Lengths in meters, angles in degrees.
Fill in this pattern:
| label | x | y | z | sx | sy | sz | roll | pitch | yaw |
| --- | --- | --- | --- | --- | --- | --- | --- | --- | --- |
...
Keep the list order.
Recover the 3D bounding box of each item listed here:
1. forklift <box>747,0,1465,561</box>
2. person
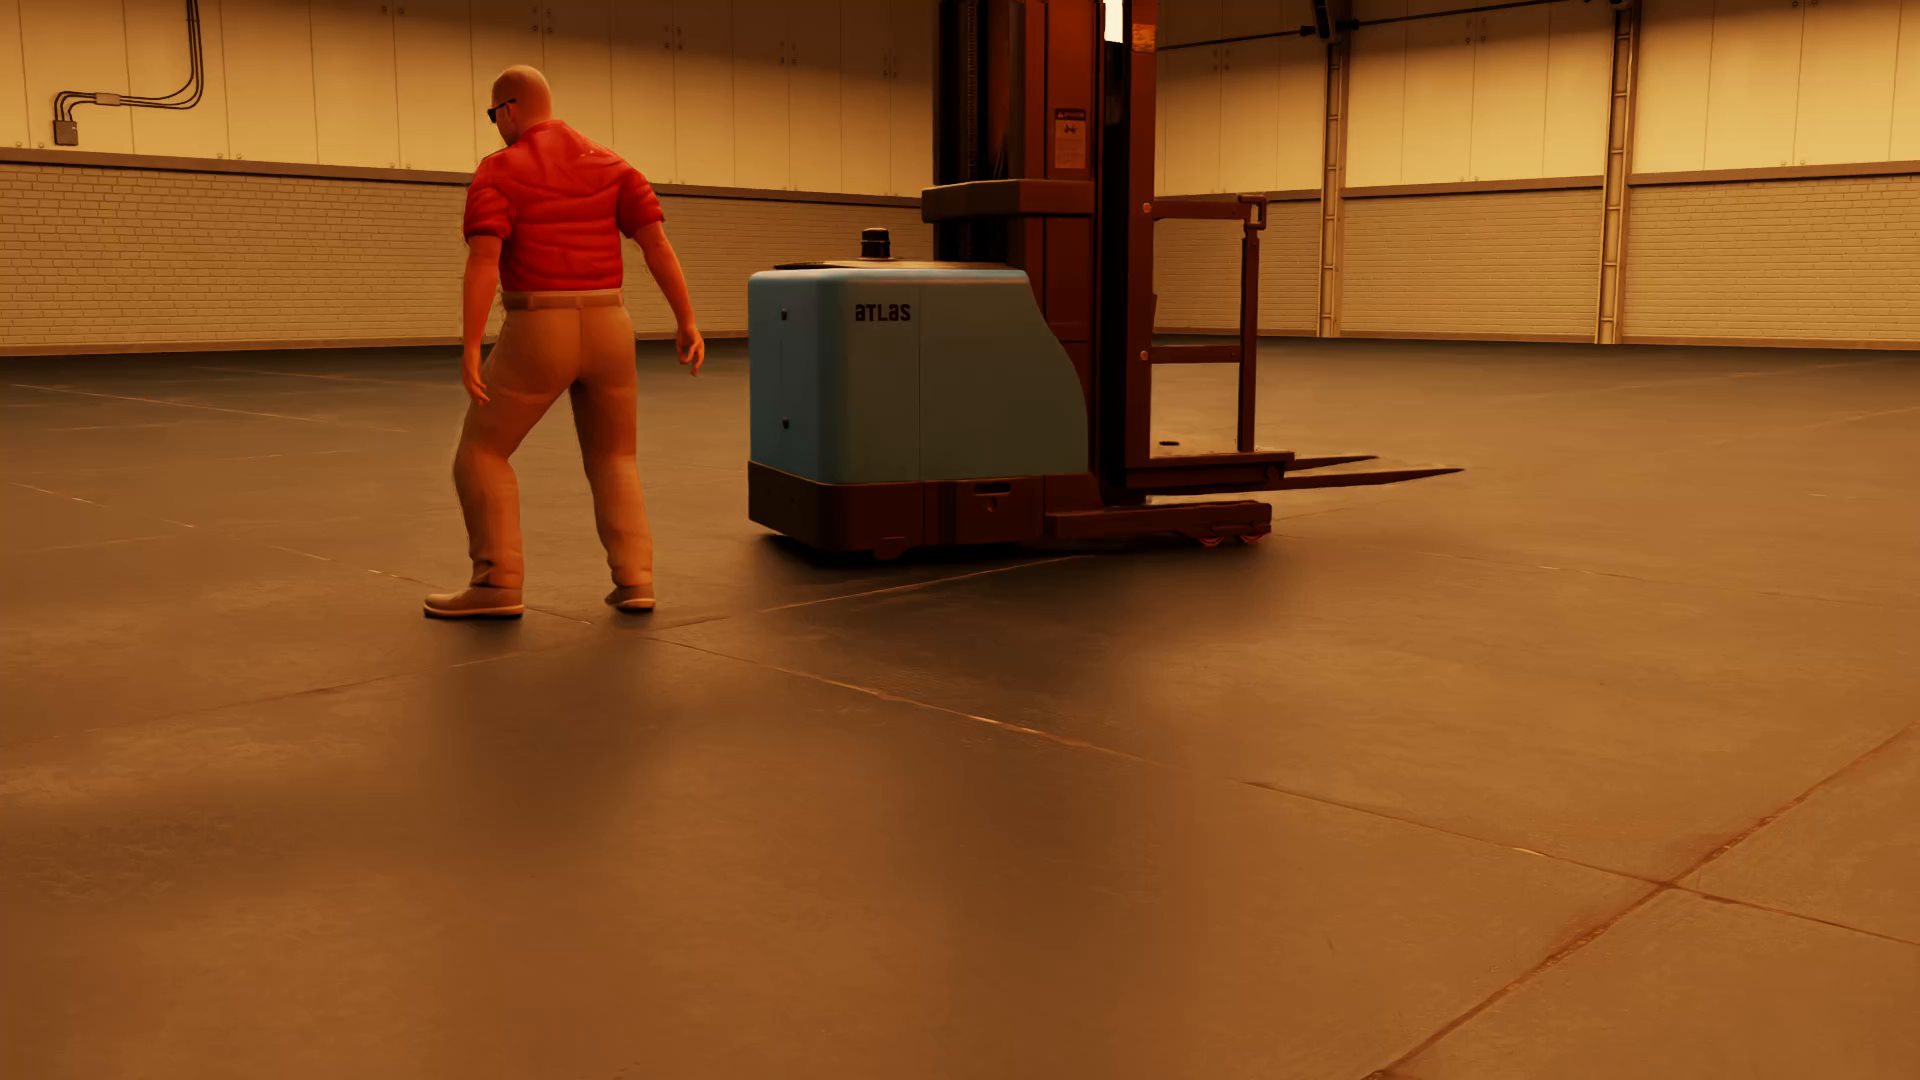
| label | x | y | z | sx | sy | sz | roll | pitch | yaw |
| --- | --- | --- | --- | --- | --- | --- | --- | --- | --- |
| forklift | 0.696 | -1.495 | 6.802 | 3.031 | 2.935 | 1.130 | -4 | 9 | -23 |
| person | -1.226 | -0.600 | 5.161 | 0.879 | 1.704 | 0.425 | -5 | 10 | -31 |
